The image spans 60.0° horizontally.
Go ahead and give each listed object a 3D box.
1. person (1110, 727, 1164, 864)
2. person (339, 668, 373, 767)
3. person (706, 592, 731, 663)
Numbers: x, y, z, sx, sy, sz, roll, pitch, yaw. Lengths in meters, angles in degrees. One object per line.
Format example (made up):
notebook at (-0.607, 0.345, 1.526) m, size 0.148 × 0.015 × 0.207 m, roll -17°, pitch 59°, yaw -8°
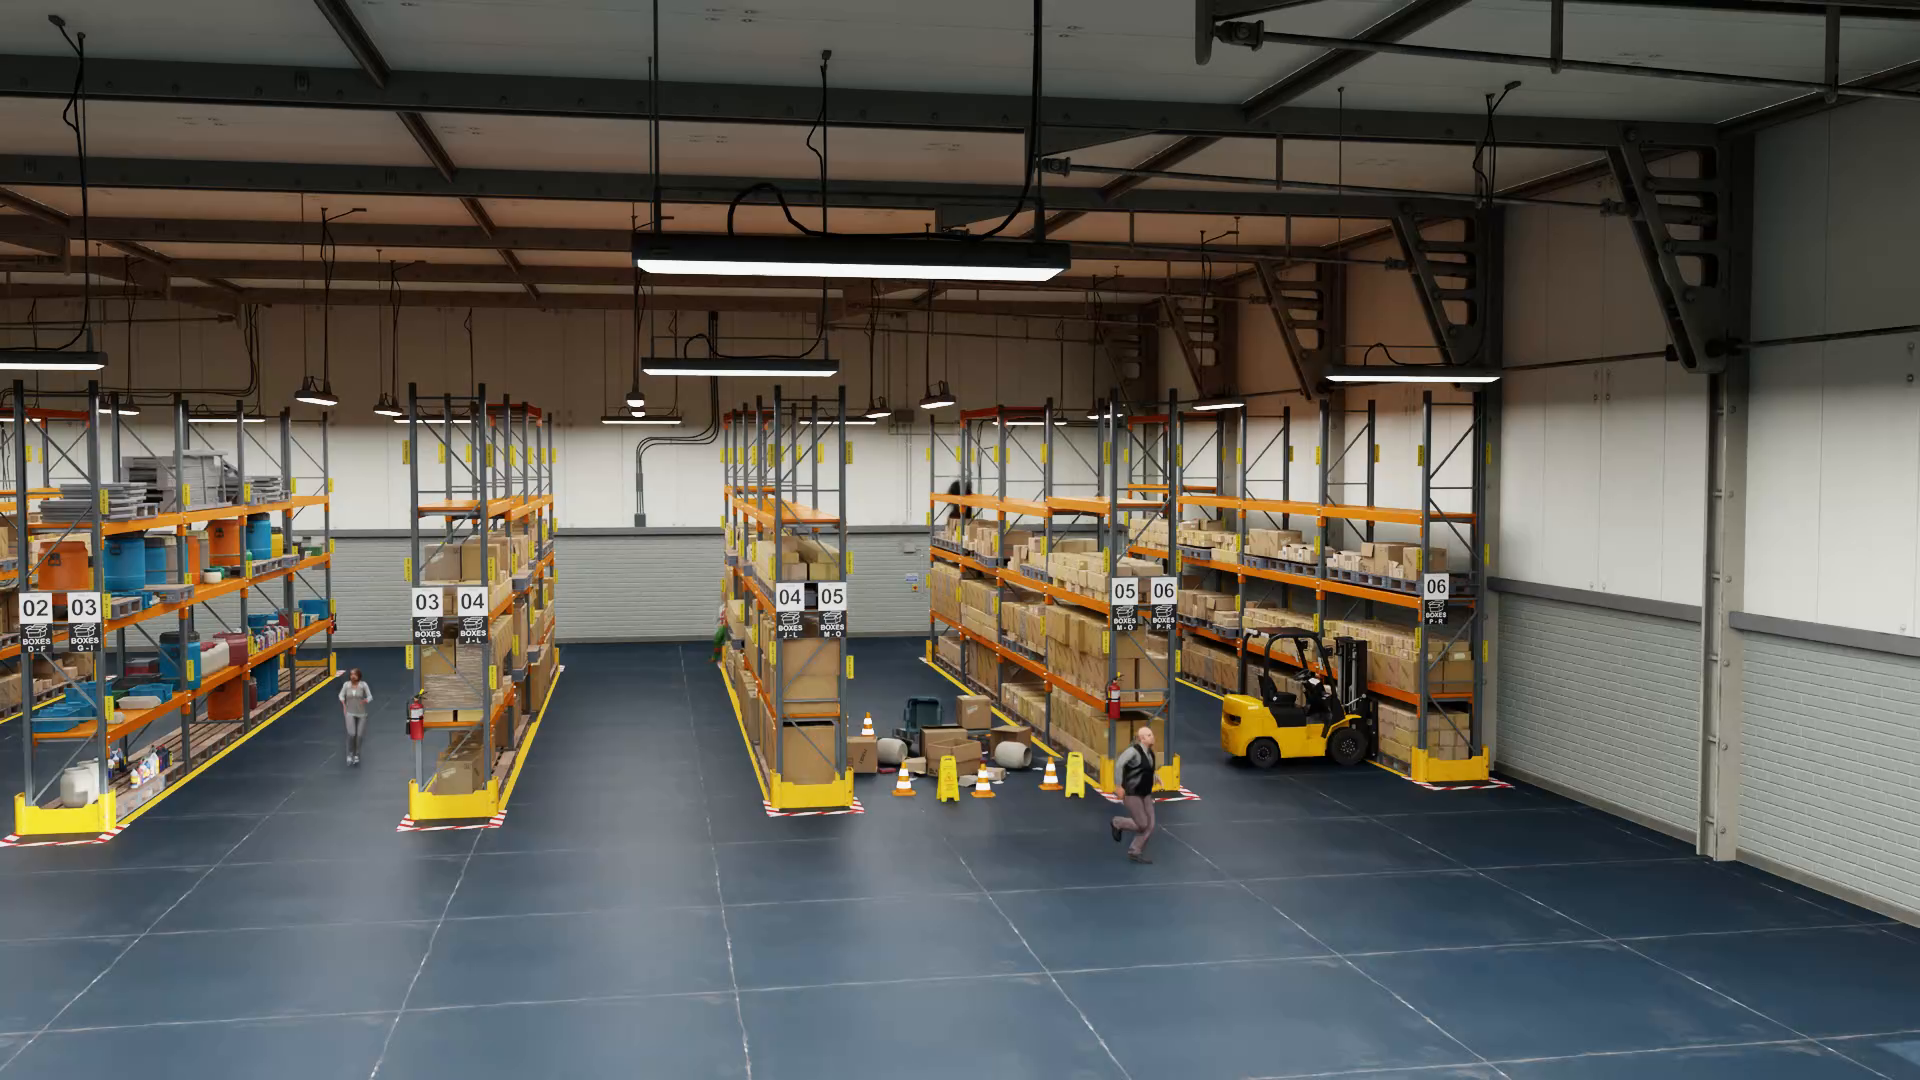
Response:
person at (2.179, 3.144, 20.540) m, size 0.691 × 1.682 × 0.691 m, roll 2°, pitch 4°, yaw 41°
person at (-9.733, 2.853, 26.803) m, size 0.510 × 1.598 × 0.653 m, roll -1°, pitch 3°, yaw -20°
person at (-5.657, 2.095, 40.453) m, size 1.064 × 1.769 × 0.633 m, roll -1°, pitch 3°, yaw -18°
